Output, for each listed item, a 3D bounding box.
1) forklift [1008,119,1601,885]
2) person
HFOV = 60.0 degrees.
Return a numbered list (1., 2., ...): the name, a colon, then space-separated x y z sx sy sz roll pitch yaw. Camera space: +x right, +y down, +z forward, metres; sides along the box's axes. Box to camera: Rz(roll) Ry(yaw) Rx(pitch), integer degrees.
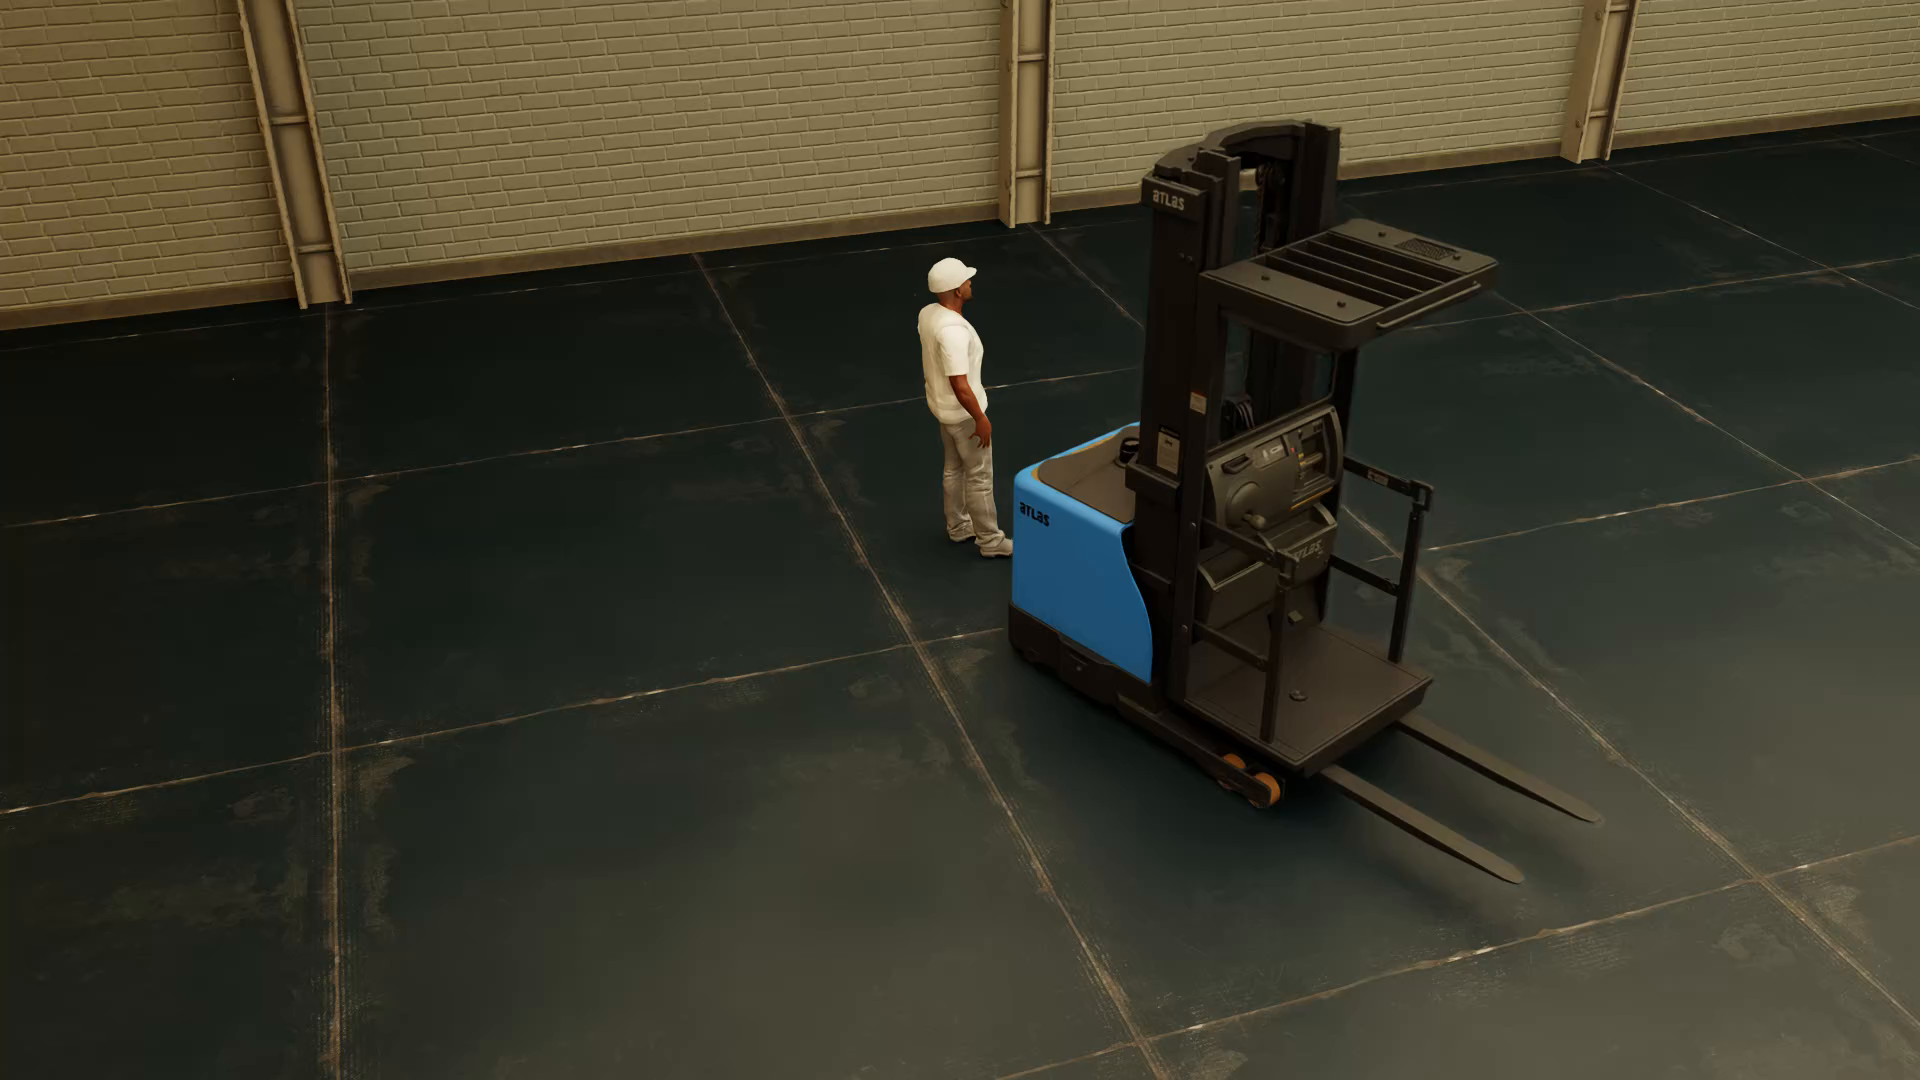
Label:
1. forklift: 1.611 -0.294 7.598 1.130 2.935 3.031 -24 38 -35
2. person: 0.067 -0.780 9.596 0.577 1.765 0.666 -10 31 -16
